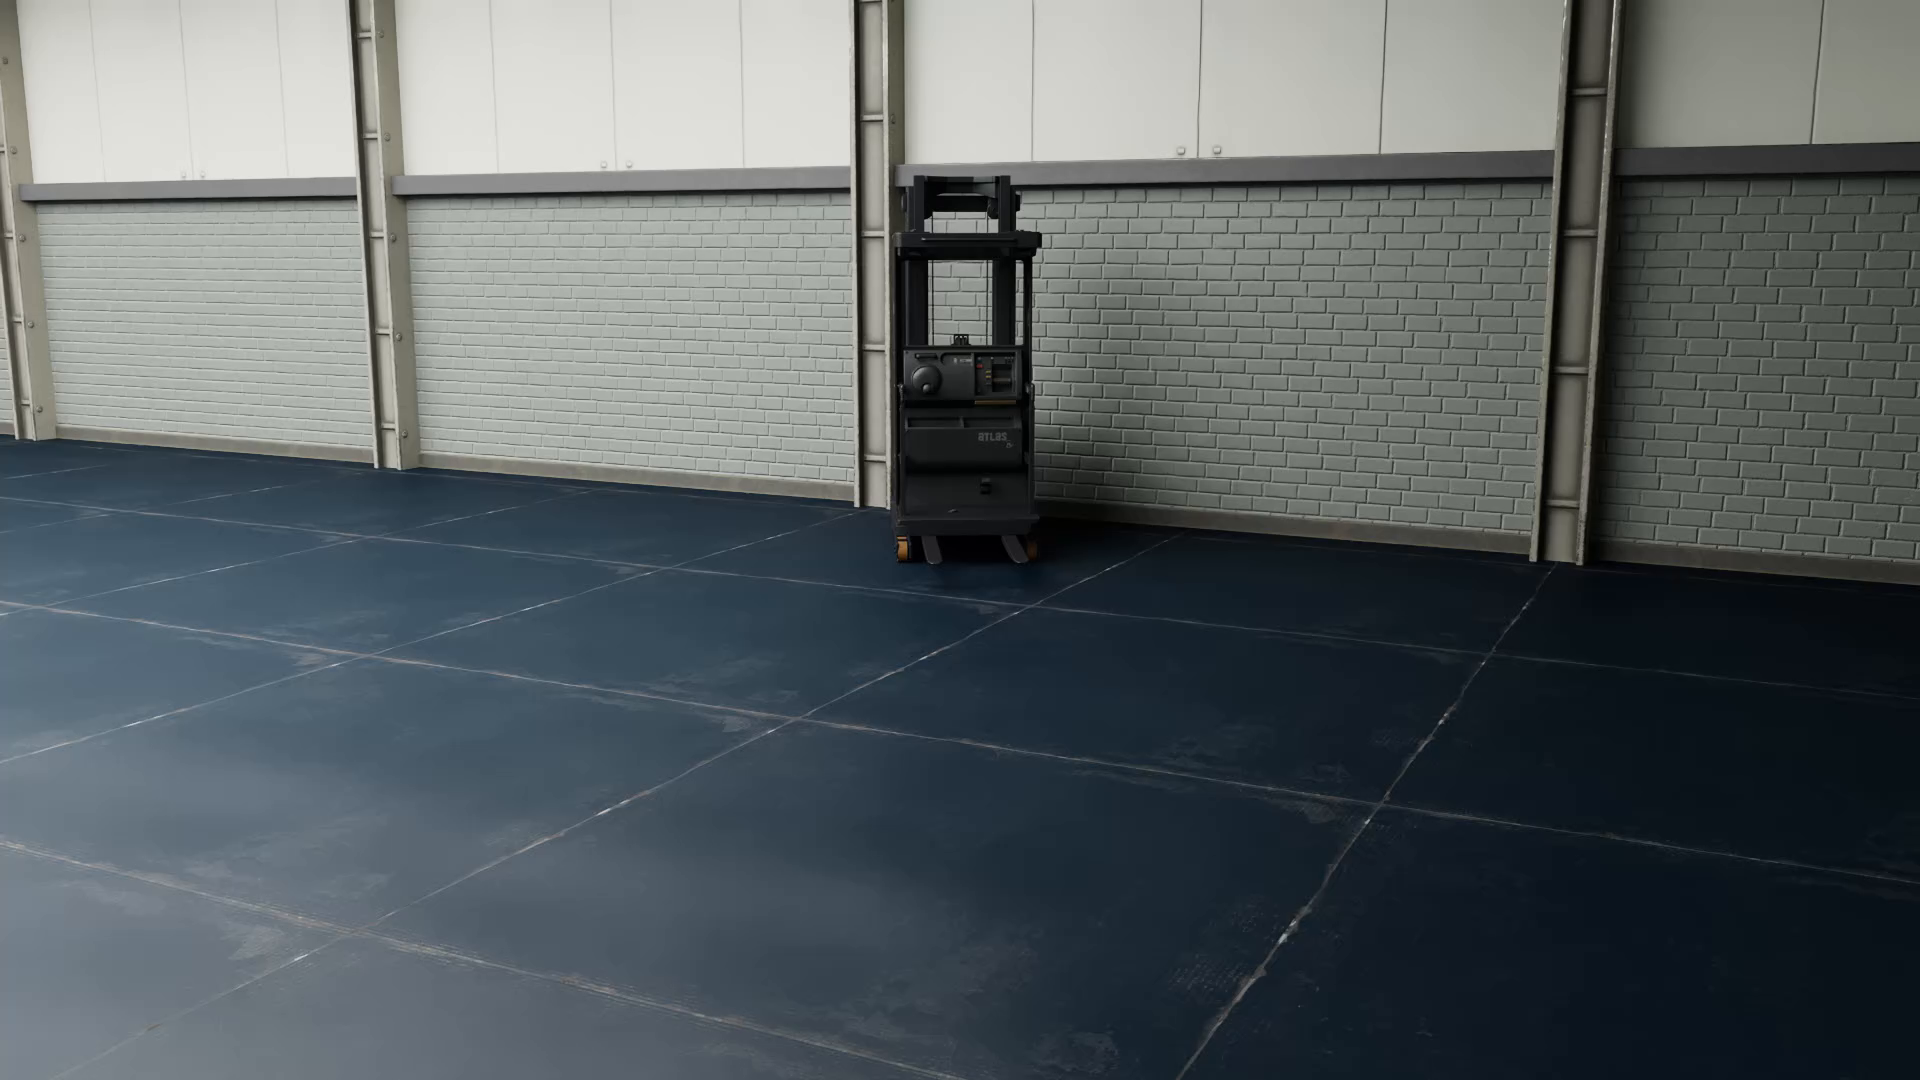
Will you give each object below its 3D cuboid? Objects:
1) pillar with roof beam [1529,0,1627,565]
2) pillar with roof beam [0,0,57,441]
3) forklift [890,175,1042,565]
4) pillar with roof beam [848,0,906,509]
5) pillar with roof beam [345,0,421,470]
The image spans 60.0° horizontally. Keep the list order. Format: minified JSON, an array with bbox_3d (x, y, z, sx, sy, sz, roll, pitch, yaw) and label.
[{"bbox_3d":[2.736,-3.588,8.286,0.400,9.000,9.100,5,11,26],"label":"pillar with roof beam"},{"bbox_3d":[-13.406,-5.006,16.123,0.400,9.000,9.100,5,11,26],"label":"pillar with roof beam"},{"bbox_3d":[0.039,-1.332,12.858,1.130,2.935,3.031,-1,10,-4],"label":"forklift"},{"bbox_3d":[-2.644,-4.061,10.898,0.400,9.000,9.100,5,11,26],"label":"pillar with roof beam"},{"bbox_3d":[-8.025,-4.533,13.510,0.400,9.000,9.100,5,11,26],"label":"pillar with roof beam"}]
